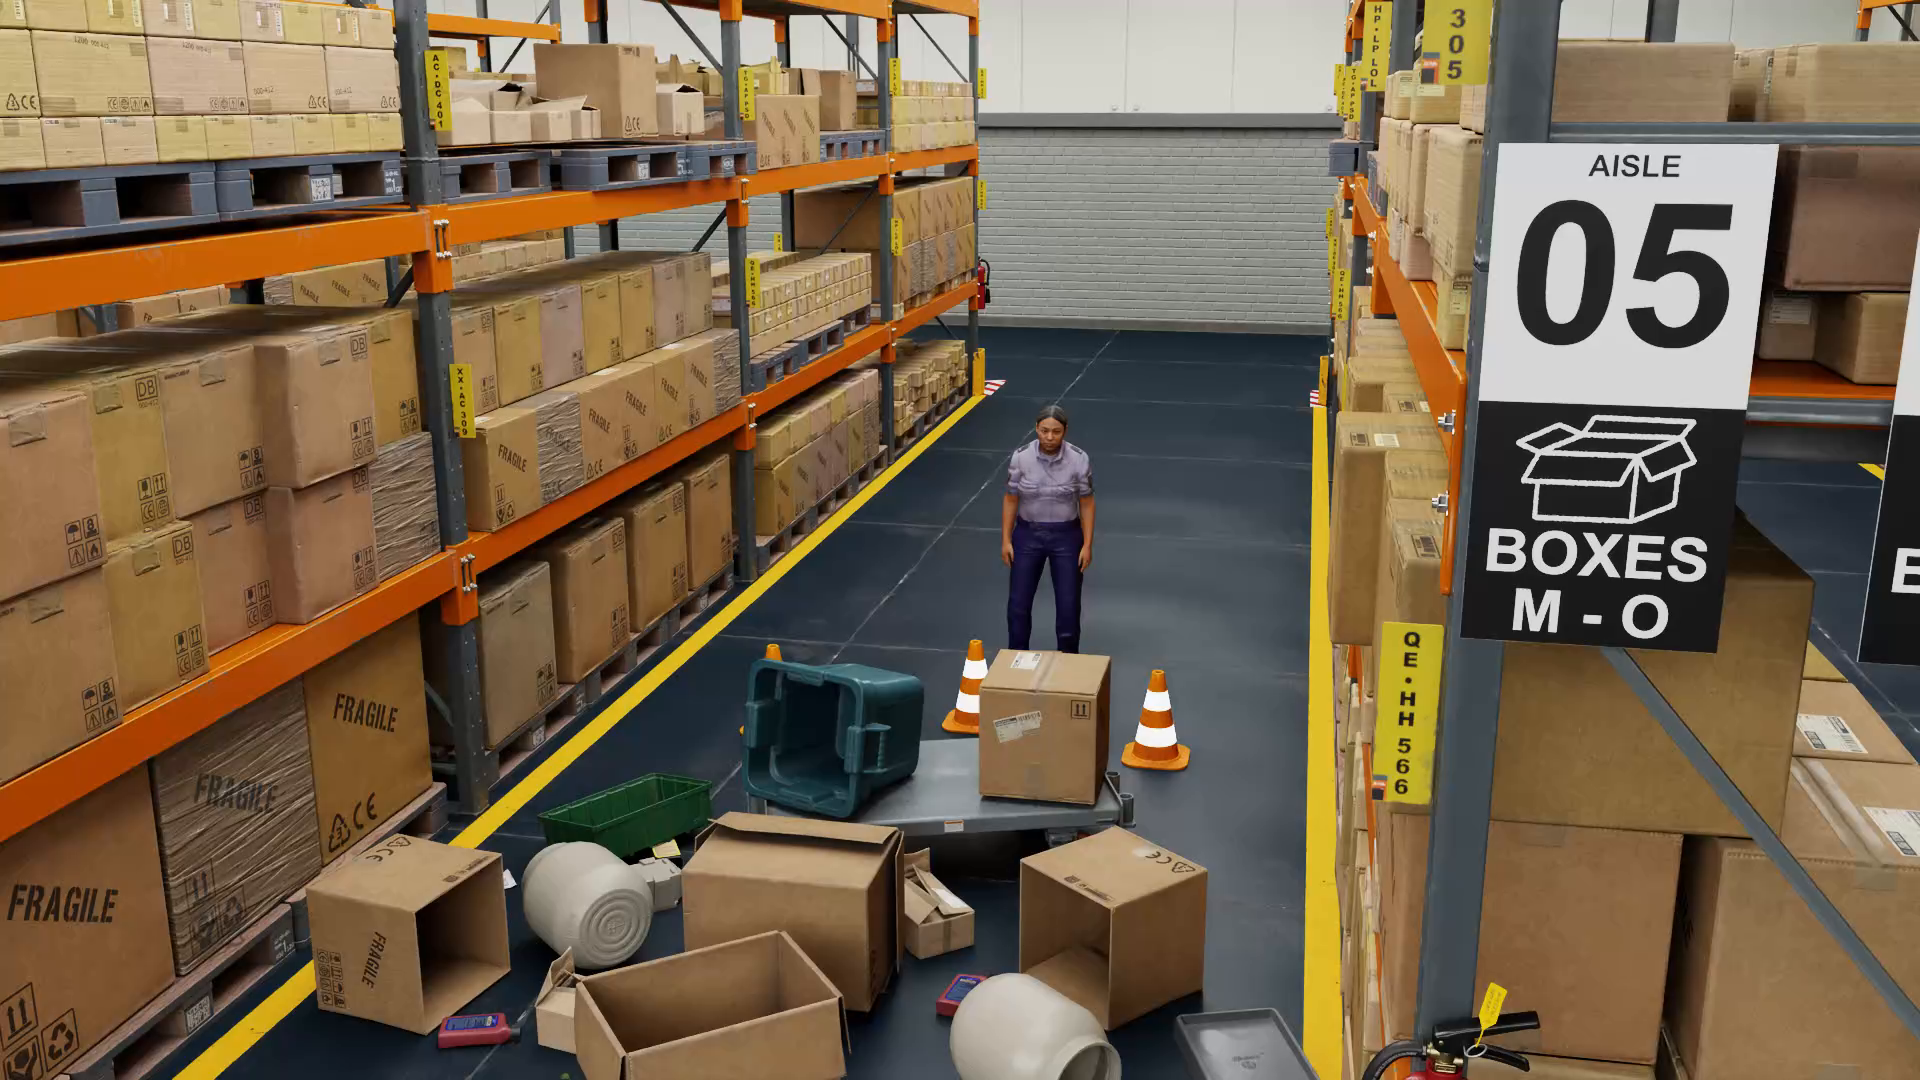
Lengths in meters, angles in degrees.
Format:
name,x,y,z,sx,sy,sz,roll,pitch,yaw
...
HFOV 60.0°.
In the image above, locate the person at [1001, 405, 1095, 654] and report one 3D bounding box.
name,x,y,z,sx,sy,sz,roll,pitch,yaw
person,0.486,0.041,9.376,0.537,1.651,0.372,2,15,7
